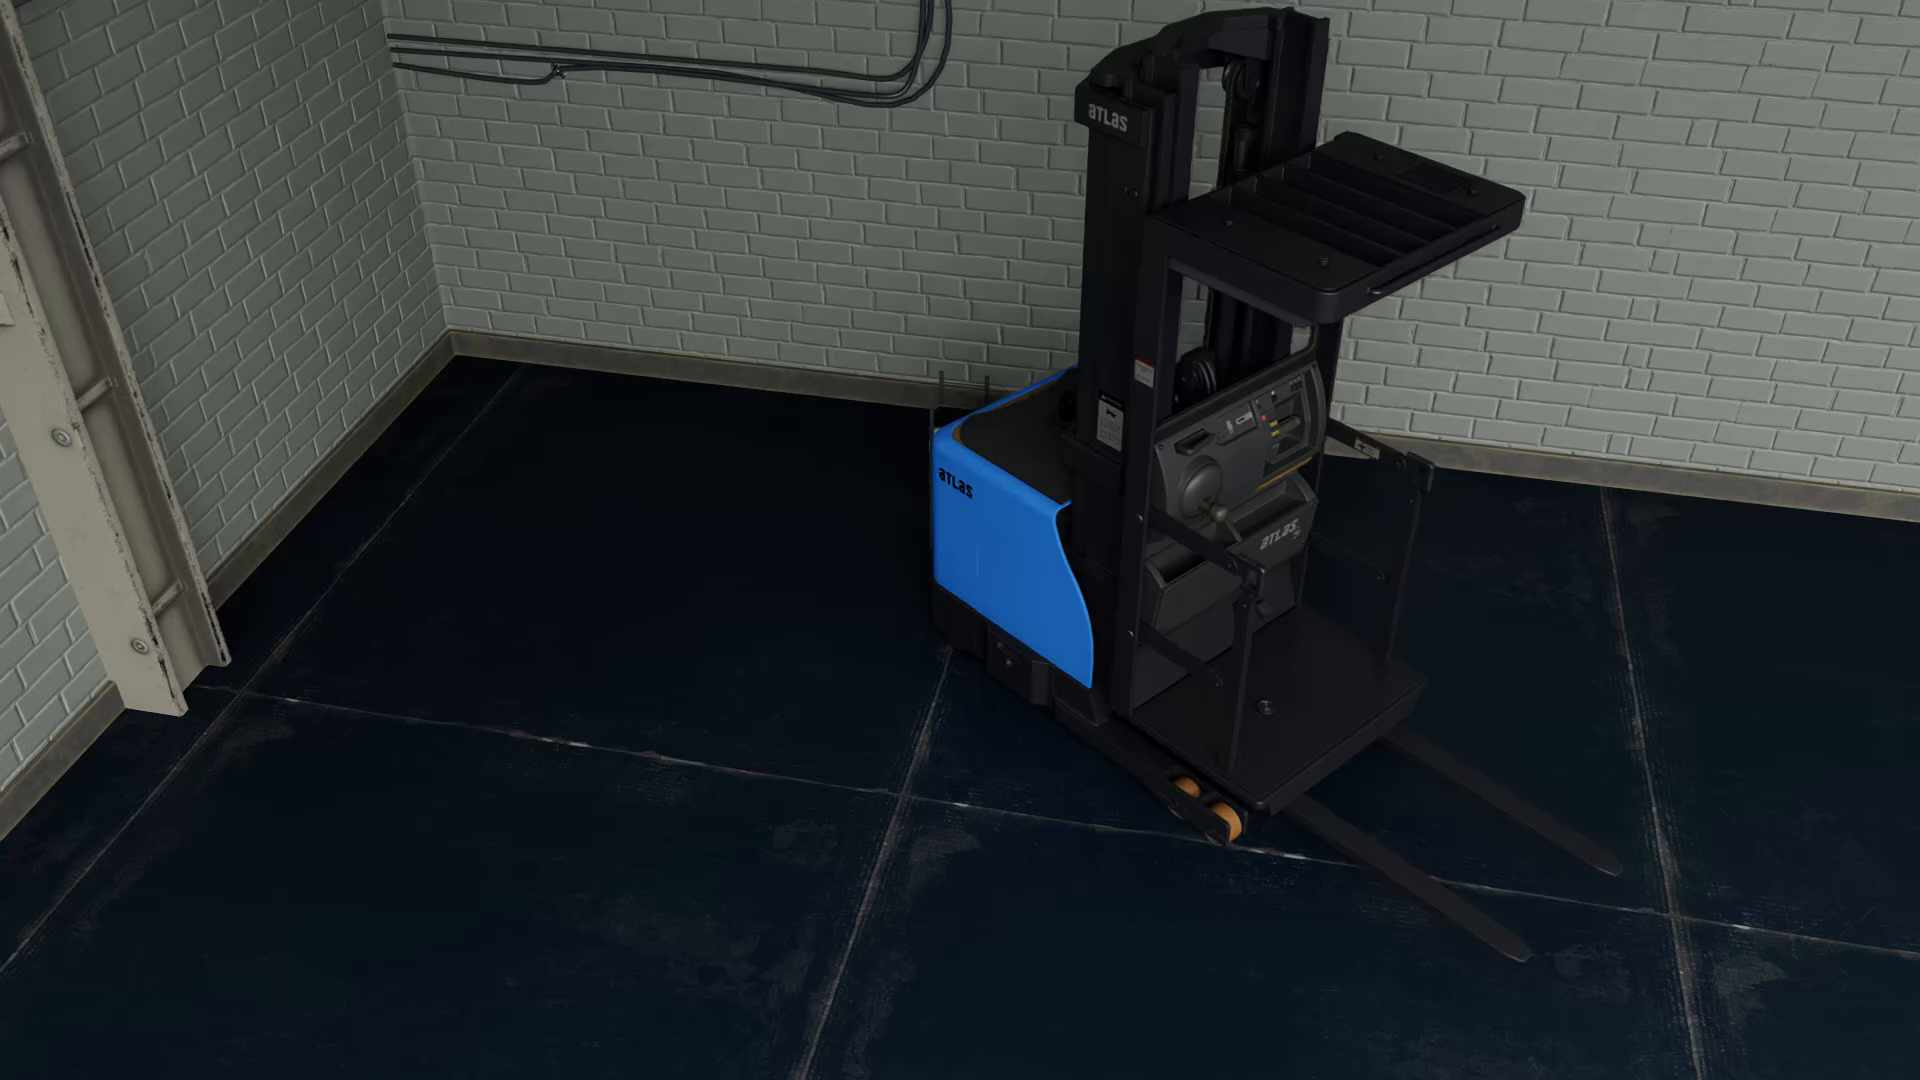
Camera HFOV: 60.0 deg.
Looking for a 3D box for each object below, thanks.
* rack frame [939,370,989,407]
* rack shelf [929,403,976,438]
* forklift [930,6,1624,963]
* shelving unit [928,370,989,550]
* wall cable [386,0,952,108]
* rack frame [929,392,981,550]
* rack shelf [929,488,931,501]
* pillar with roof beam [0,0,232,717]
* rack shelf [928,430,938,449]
[{"bbox_3d":[0.020,-0.418,8.060,0.240,0.900,0.006,7,37,10],"label":"rack frame"},{"bbox_3d":[-0.002,-0.551,7.841,0.258,0.077,0.200,7,37,10],"label":"rack shelf"},{"bbox_3d":[1.217,-0.320,6.194,1.130,2.935,3.031,-28,44,-33],"label":"forklift"},{"bbox_3d":[-0.002,-0.360,7.979,0.258,0.900,0.210,7,37,10],"label":"shelving unit"},{"bbox_3d":[-1.556,-3.278,7.751,3.097,2.526,0.112,7,37,10],"label":"wall cable"},{"bbox_3d":[-0.023,-0.301,7.899,0.240,0.900,0.006,7,37,10],"label":"rack frame"},{"bbox_3d":[-0.002,-0.260,8.052,0.258,0.077,0.200,7,37,10],"label":"rack shelf"},{"bbox_3d":[0.729,-2.473,3.994,9.100,9.000,0.400,7,37,10],"label":"pillar with roof beam"},{"bbox_3d":[-0.002,-0.478,7.893,0.258,0.077,0.200,7,37,10],"label":"rack shelf"}]
